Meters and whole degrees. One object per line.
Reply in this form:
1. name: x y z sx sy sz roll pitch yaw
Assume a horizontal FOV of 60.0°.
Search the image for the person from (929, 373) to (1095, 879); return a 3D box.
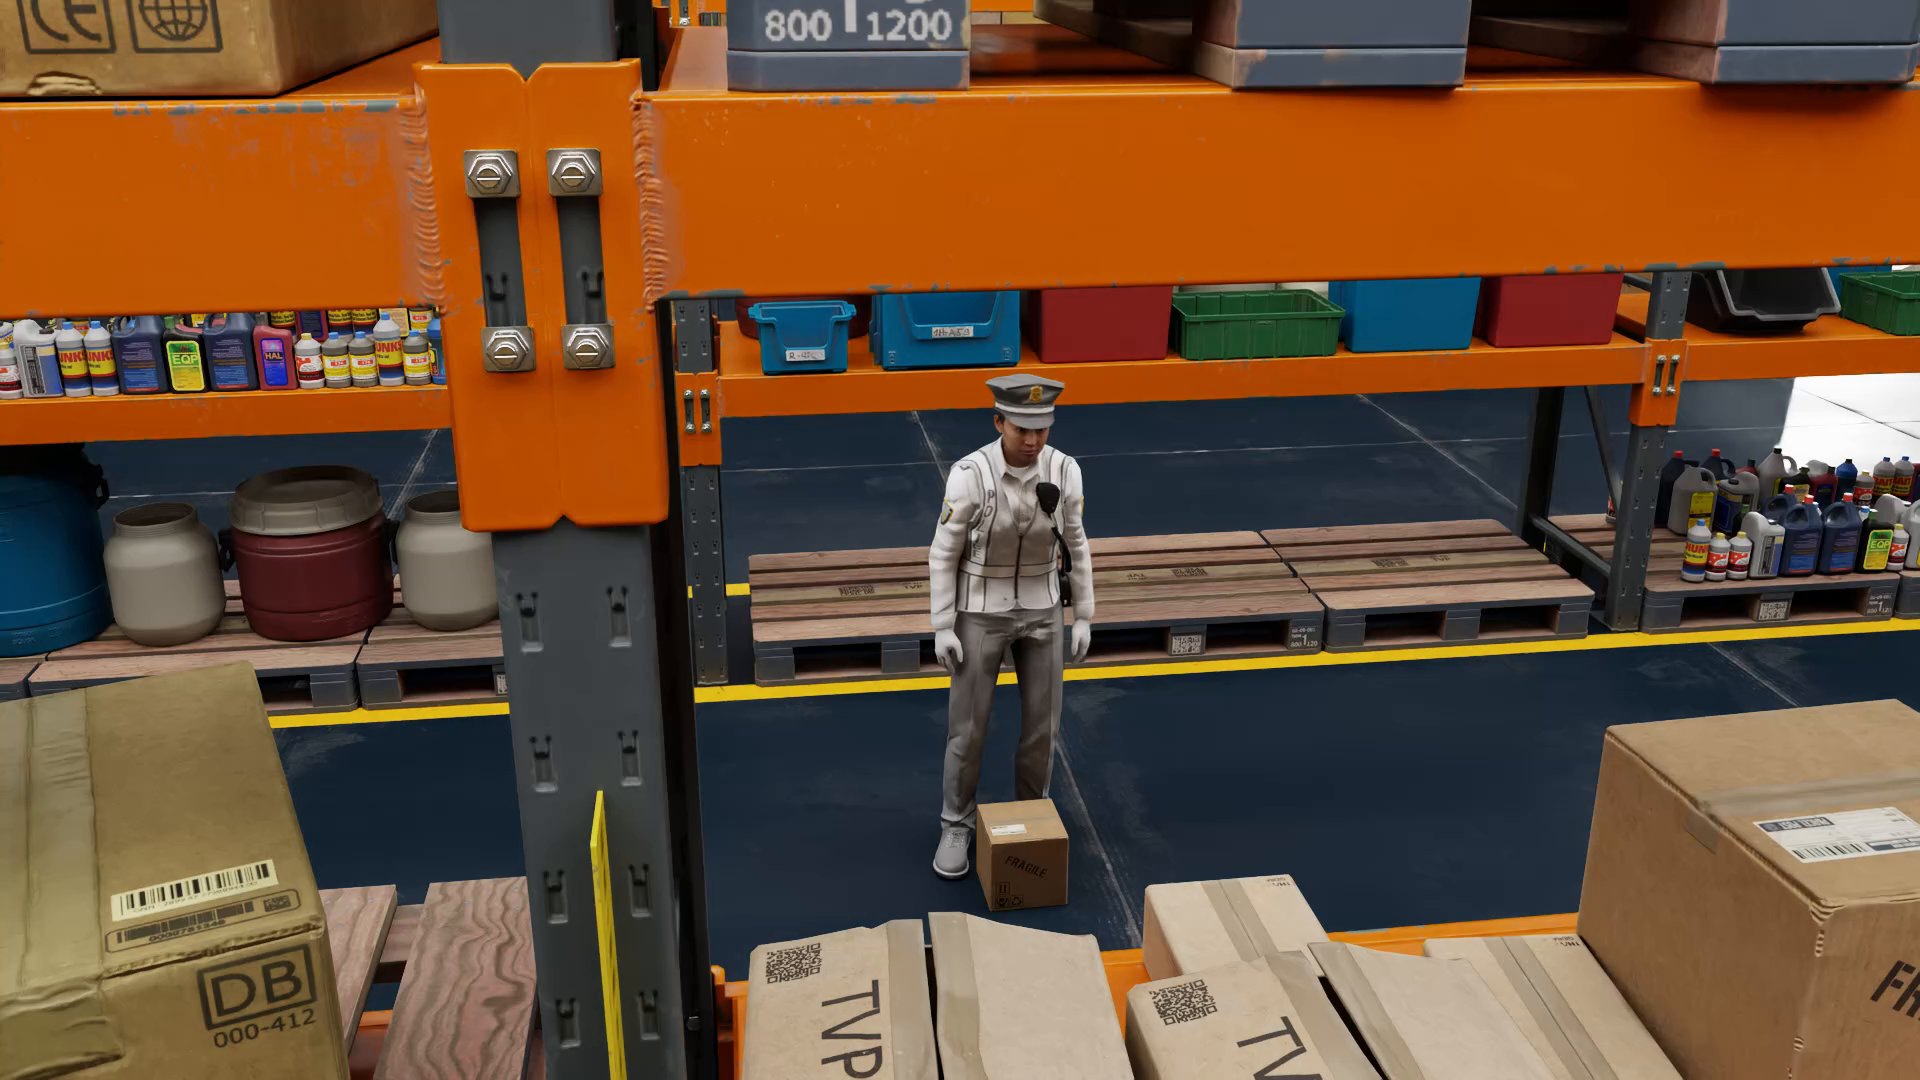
1. person: 0.165 0.267 5.337 0.547 1.667 0.369 -4 20 -10
